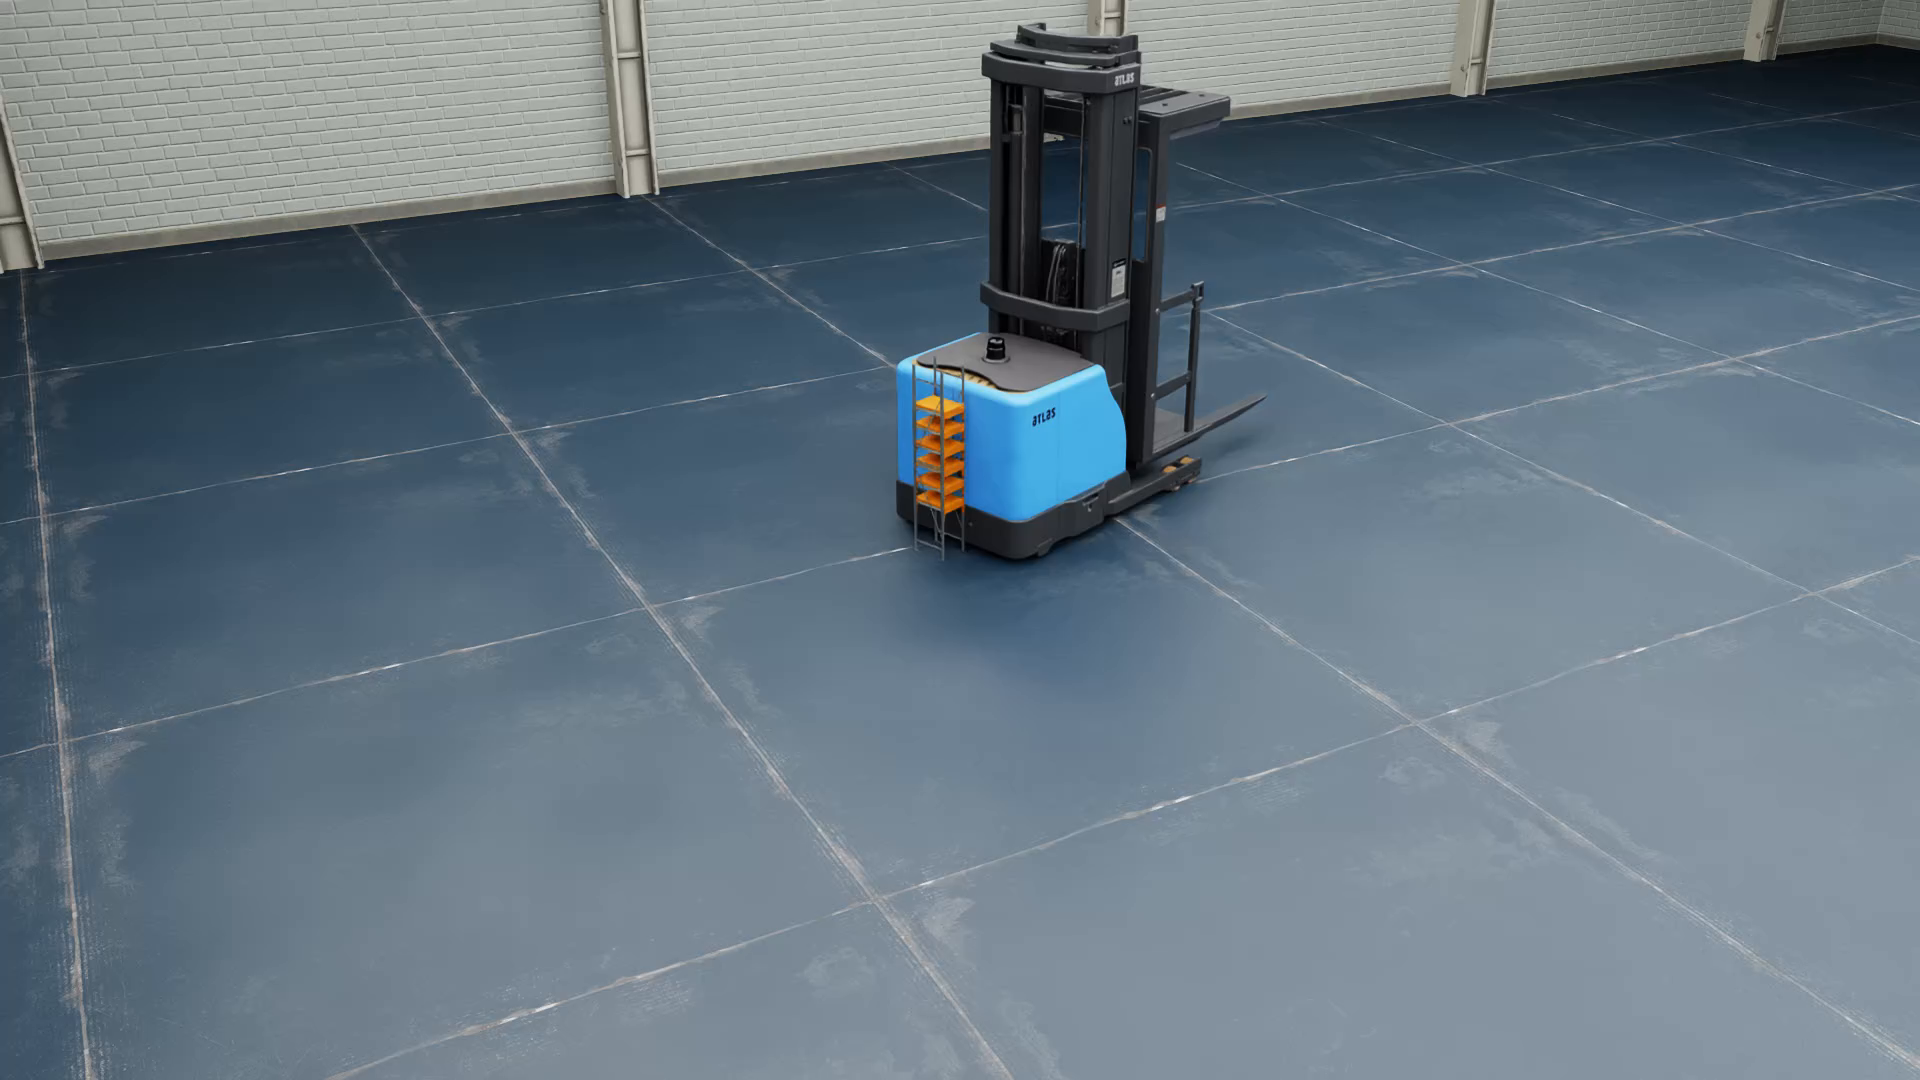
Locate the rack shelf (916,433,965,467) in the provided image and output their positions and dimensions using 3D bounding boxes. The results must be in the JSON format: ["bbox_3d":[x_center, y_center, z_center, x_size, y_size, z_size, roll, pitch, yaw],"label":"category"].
[{"bbox_3d":[-0.124,-0.537,9.808,0.258,0.103,0.180,21,33,37],"label":"rack shelf"}]

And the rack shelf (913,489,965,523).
[{"bbox_3d":[-0.124,-0.212,9.963,0.258,0.103,0.180,21,33,37],"label":"rack shelf"}]

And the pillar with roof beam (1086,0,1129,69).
[{"bbox_3d":[3.807,-7.418,15.303,0.400,9.000,9.100,-13,29,-25],"label":"pillar with roof beam"}]

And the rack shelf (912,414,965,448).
[{"bbox_3d":[-0.124,-0.645,9.756,0.258,0.103,0.180,21,33,37],"label":"rack shelf"}]

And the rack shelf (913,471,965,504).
[{"bbox_3d":[-0.124,-0.321,9.911,0.258,0.103,0.180,21,33,37],"label":"rack shelf"}]

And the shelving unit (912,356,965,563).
[{"bbox_3d":[-0.124,-0.469,9.840,0.258,1.200,0.189,21,33,37],"label":"shelving unit"}]

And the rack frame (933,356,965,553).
[{"bbox_3d":[-0.064,-0.499,9.902,0.240,1.200,0.006,21,33,37],"label":"rack frame"}]

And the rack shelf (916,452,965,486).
[{"bbox_3d":[-0.124,-0.429,9.860,0.258,0.103,0.180,21,33,37],"label":"rack shelf"}]

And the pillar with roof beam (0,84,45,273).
[{"bbox_3d":[-6.781,-4.974,10.213,0.400,9.000,9.100,-13,29,-25],"label":"pillar with roof beam"}]

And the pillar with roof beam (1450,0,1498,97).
[{"bbox_3d":[9.101,-8.640,17.848,0.400,9.000,9.100,-13,29,-25],"label":"pillar with roof beam"}]

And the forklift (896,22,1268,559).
[{"bbox_3d":[0.954,-1.768,10.546,1.130,2.935,3.031,21,33,37],"label":"forklift"}]

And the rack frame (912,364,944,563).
[{"bbox_3d":[-0.185,-0.439,9.778,0.240,1.200,0.006,21,33,37],"label":"rack frame"}]

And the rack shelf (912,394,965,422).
[{"bbox_3d":[-0.124,-0.753,9.704,0.258,0.103,0.180,21,33,37],"label":"rack shelf"}]

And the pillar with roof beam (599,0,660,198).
[{"bbox_3d":[-1.487,-6.196,12.758,0.400,9.000,9.100,-13,29,-25],"label":"pillar with roof beam"}]

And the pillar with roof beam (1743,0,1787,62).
[{"bbox_3d":[14.396,-9.862,20.393,0.400,9.000,9.100,-13,29,-25],"label":"pillar with roof beam"}]
